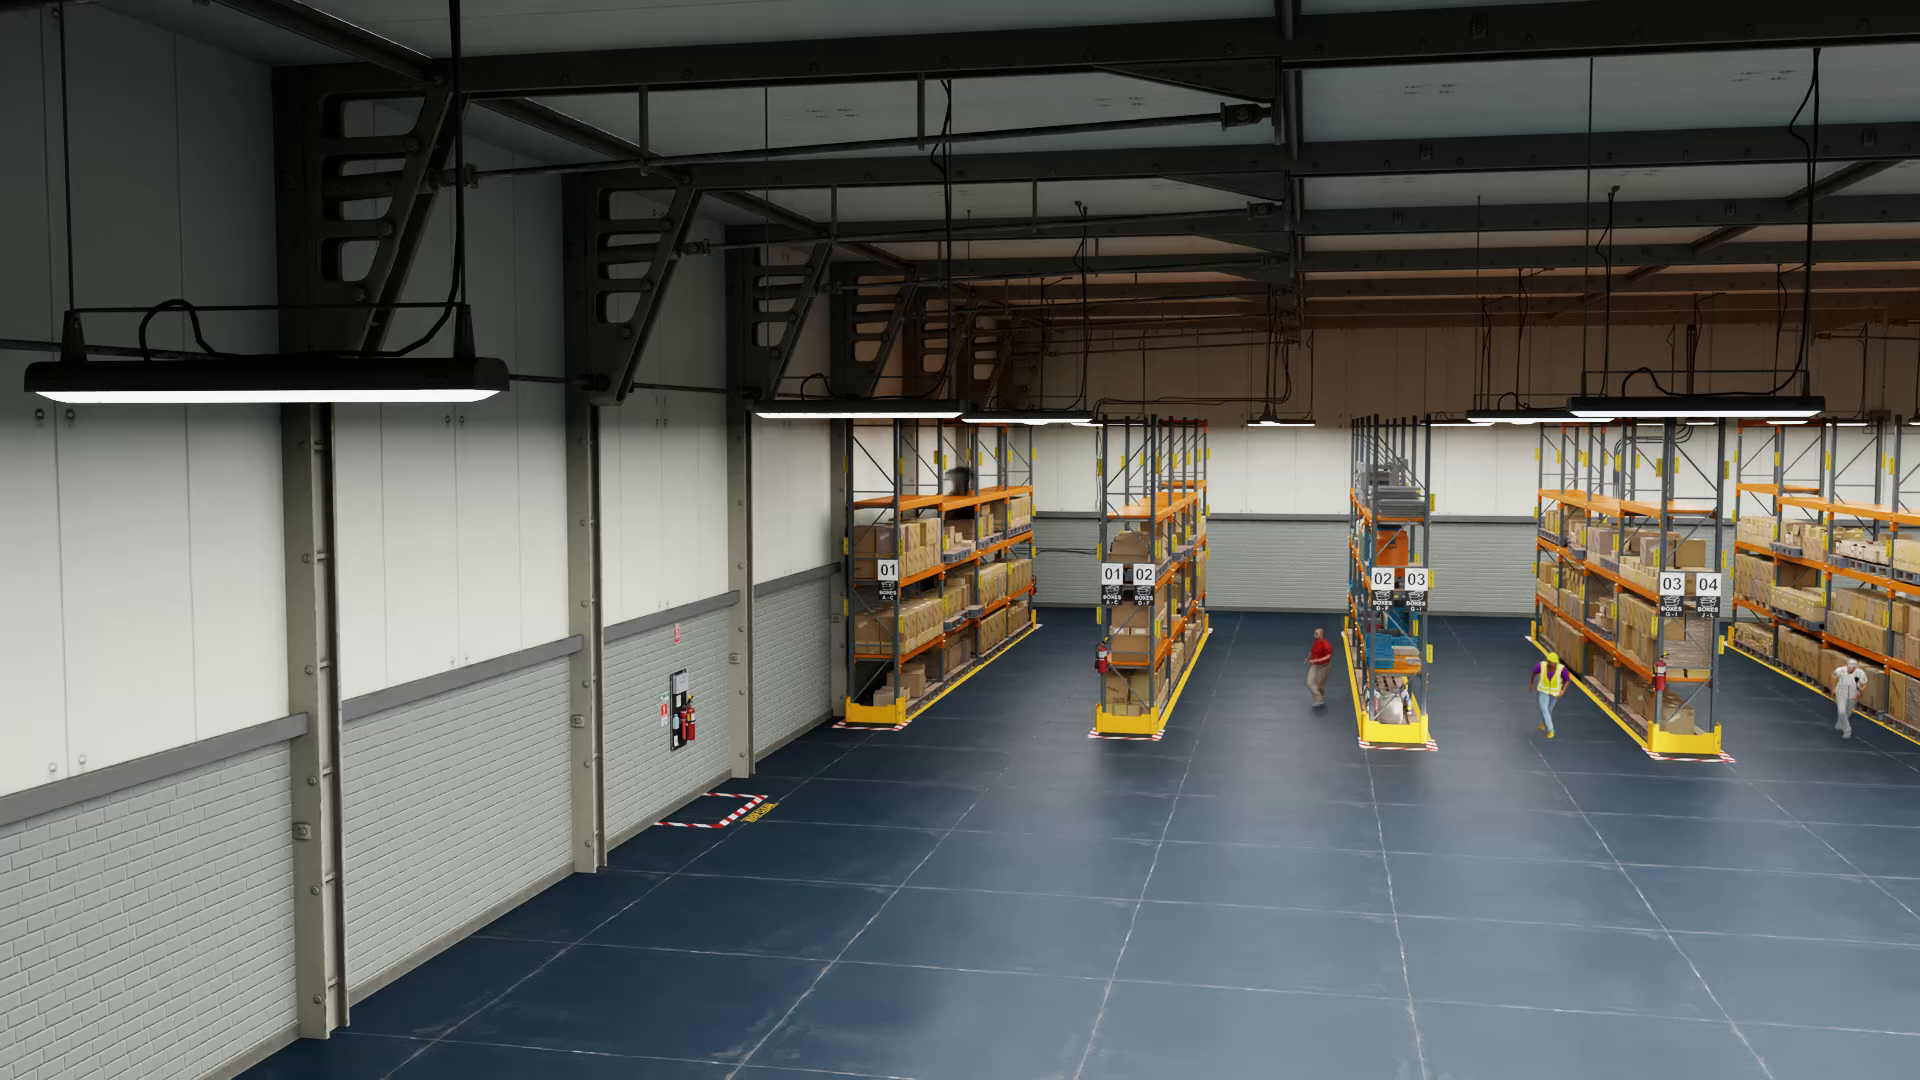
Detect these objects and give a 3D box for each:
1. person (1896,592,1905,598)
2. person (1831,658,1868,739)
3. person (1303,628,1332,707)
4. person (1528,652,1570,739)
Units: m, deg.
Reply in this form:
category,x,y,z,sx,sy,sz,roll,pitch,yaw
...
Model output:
category,x,y,z,sx,sy,sz,roll,pitch,yaw
person,22.941,2.135,40.665,0.697,1.748,0.931,-1,4,-8
person,16.590,2.916,31.065,0.602,1.518,1.098,1,4,21
person,7.463,2.639,34.454,0.621,1.661,0.779,-3,5,-38
person,10.970,2.839,30.991,0.720,1.605,1.113,1,4,15
